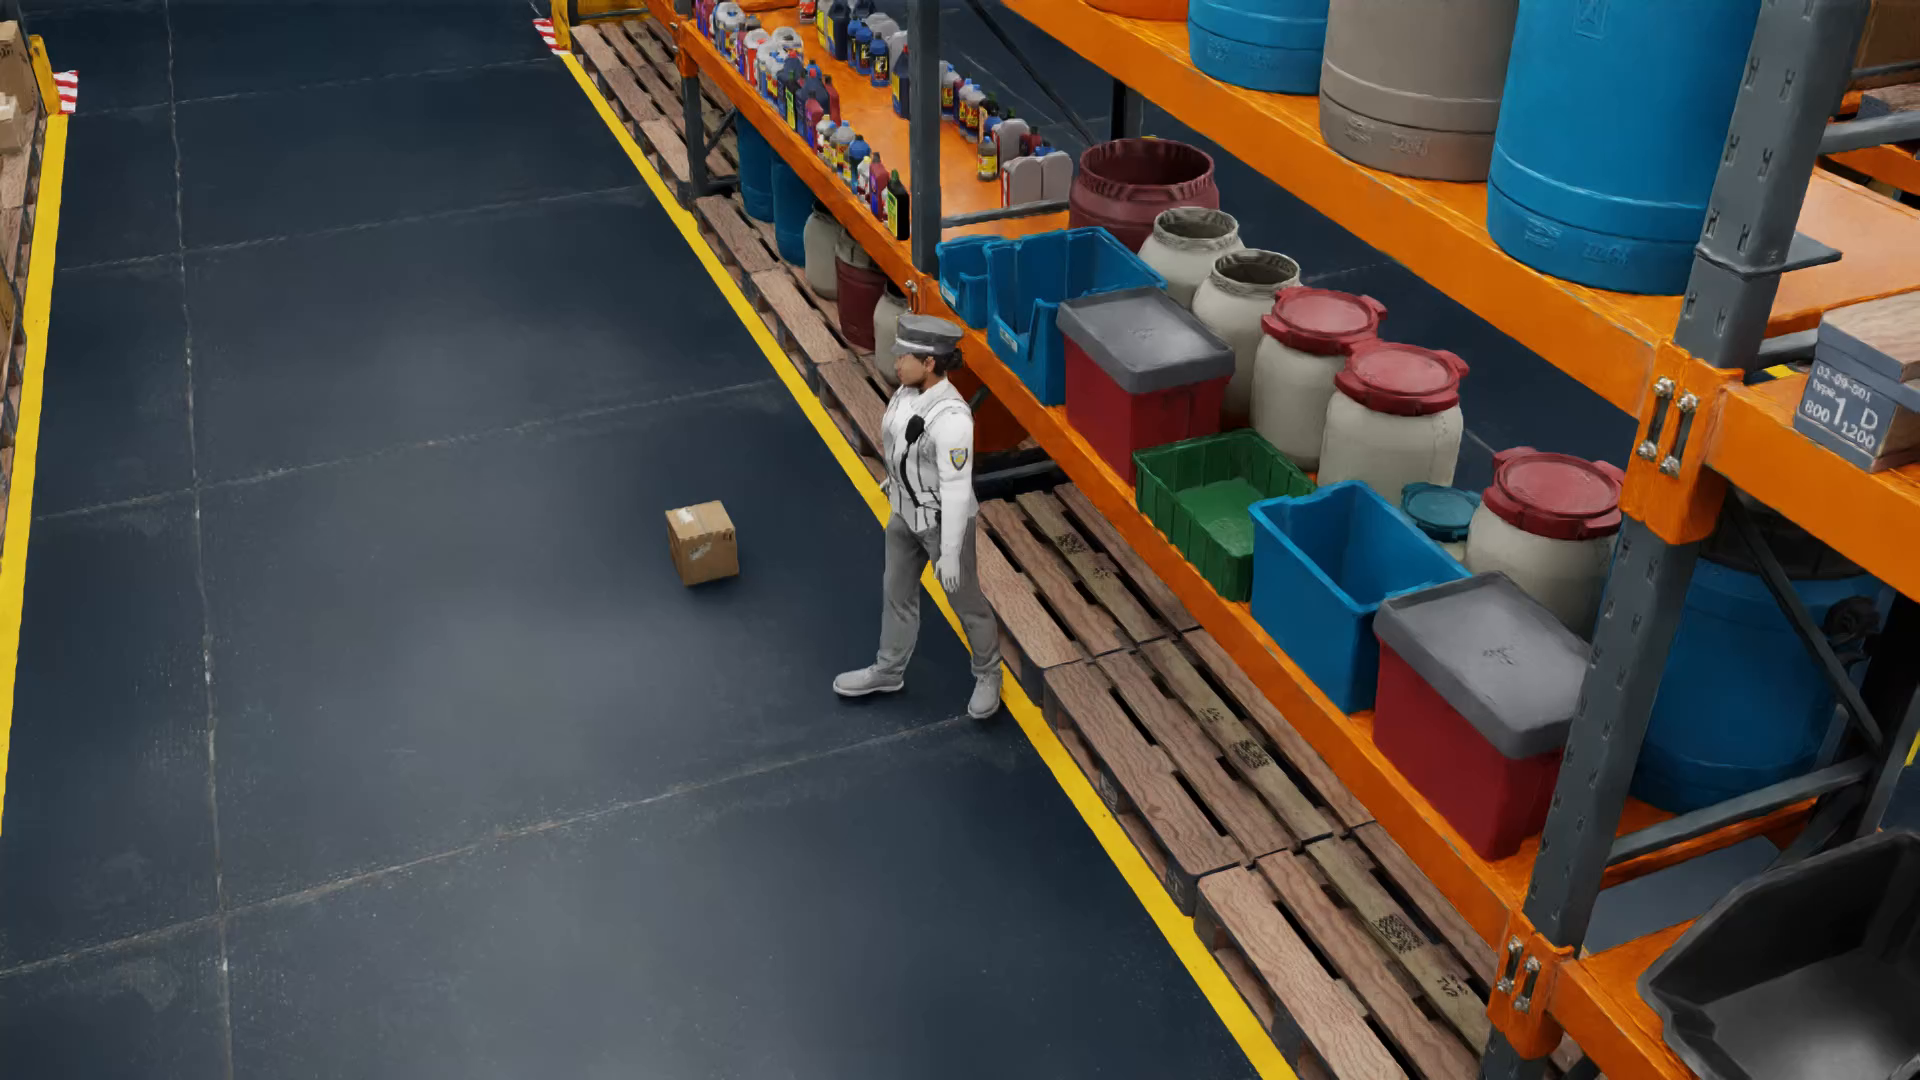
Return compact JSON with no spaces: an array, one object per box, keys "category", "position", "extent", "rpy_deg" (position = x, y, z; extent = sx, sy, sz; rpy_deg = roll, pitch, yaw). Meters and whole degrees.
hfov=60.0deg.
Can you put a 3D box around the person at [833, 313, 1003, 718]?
[{"category":"person","position":[-0.174,-0.102,6.260],"extent":[0.631,1.659,0.684],"rpy_deg":[-17,37,-23]}]
